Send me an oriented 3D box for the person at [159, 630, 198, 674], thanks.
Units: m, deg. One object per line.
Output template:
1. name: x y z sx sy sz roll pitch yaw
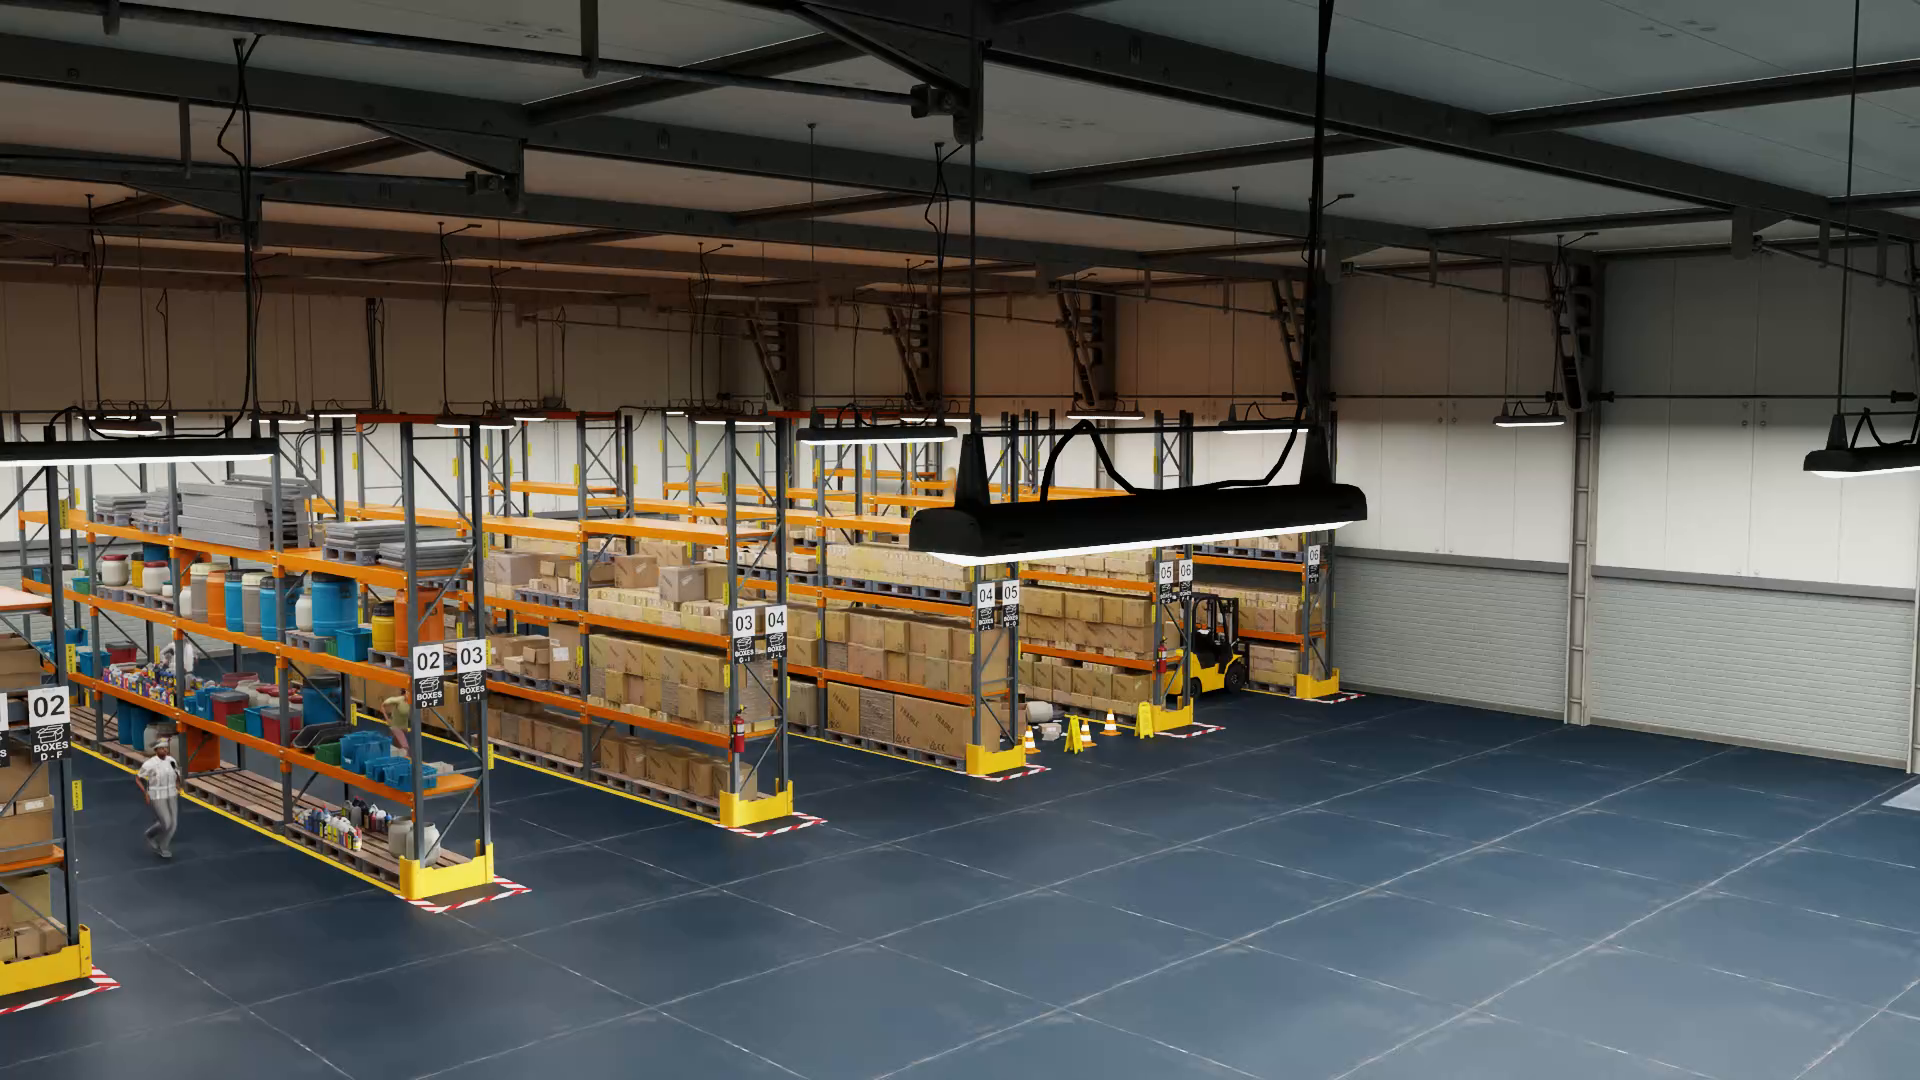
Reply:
1. person: -15.417 2.591 32.945 0.738 1.727 0.671 3 6 27

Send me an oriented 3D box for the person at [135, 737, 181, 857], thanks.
1. person: -10.917 3.529 22.807 0.553 1.661 0.570 3 6 33

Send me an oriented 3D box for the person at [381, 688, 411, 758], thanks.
1. person: -9.344 3.160 27.597 1.003 1.625 0.615 4 7 42
